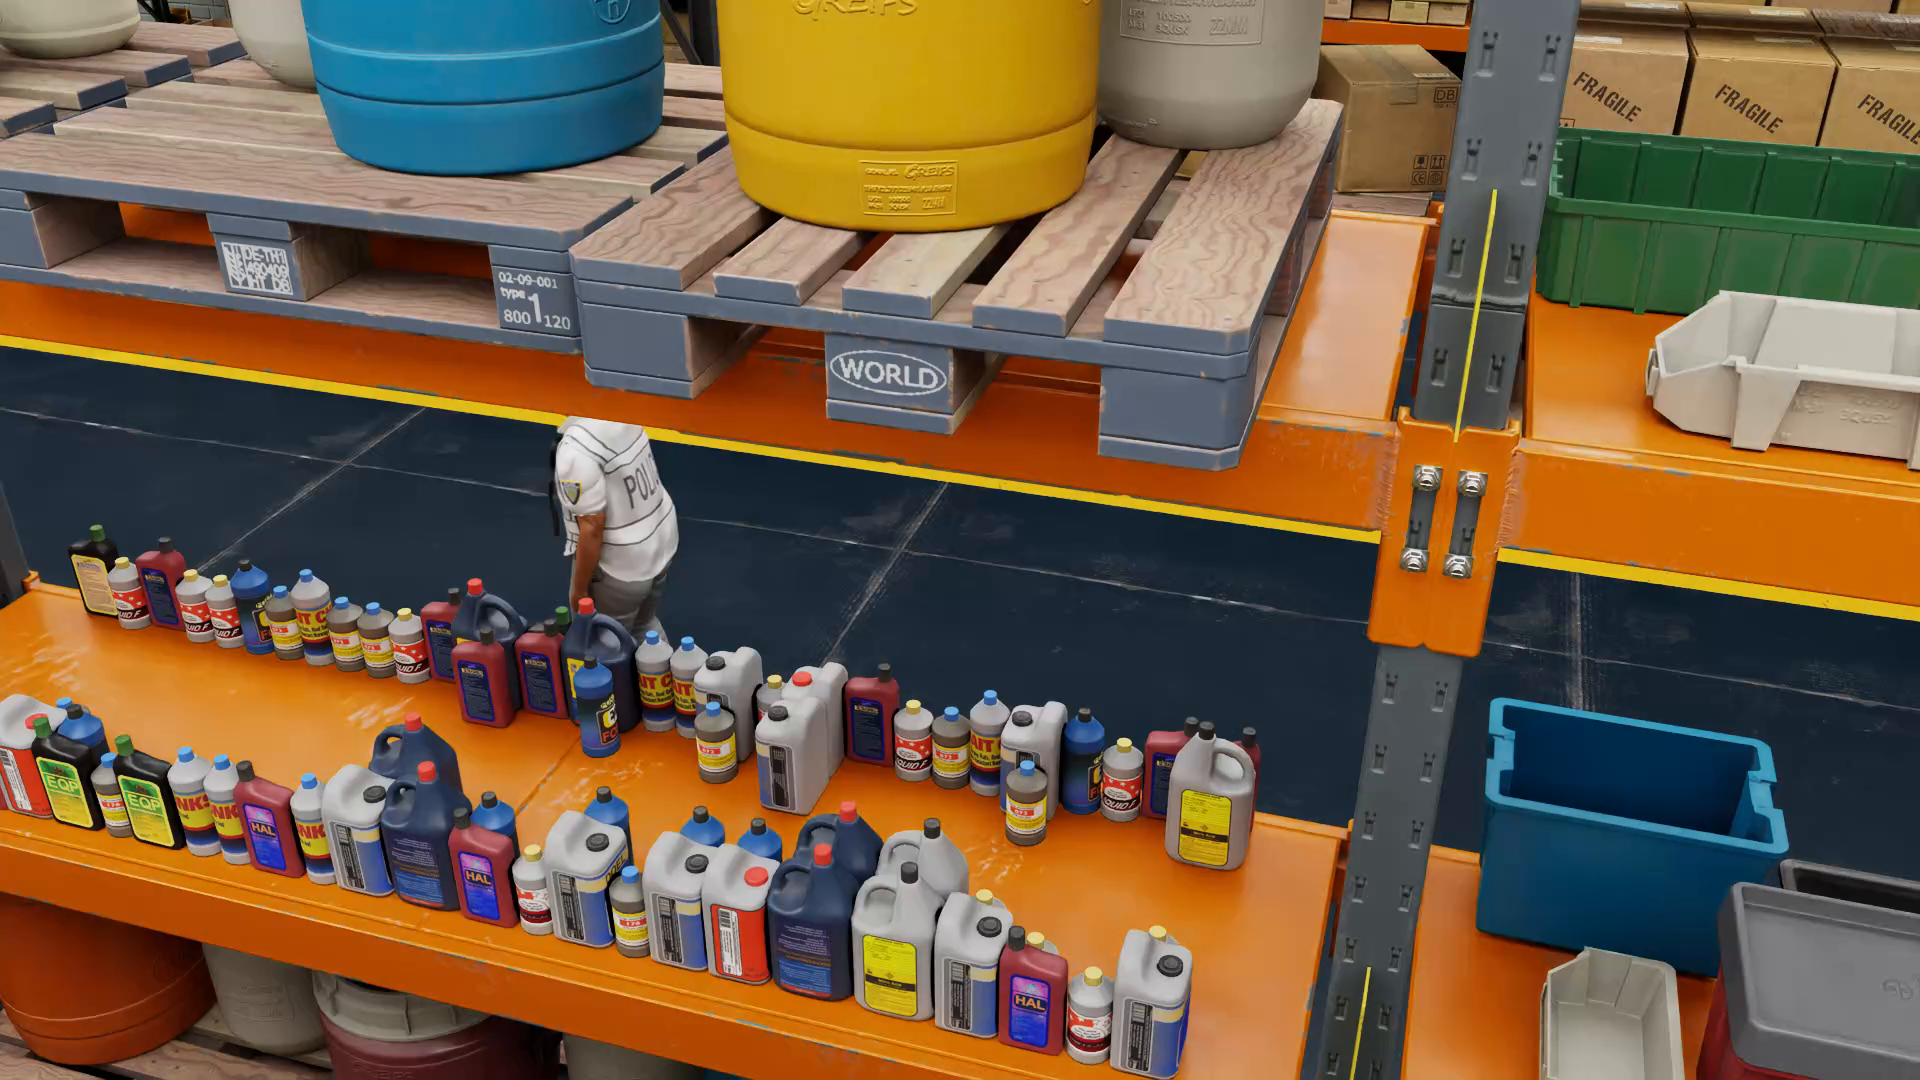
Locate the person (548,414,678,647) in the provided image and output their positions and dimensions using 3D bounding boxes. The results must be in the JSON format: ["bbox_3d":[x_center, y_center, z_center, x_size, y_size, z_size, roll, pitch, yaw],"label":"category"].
[{"bbox_3d":[-1.271,0.052,6.027,0.469,1.666,0.563,7,30,12],"label":"person"}]
